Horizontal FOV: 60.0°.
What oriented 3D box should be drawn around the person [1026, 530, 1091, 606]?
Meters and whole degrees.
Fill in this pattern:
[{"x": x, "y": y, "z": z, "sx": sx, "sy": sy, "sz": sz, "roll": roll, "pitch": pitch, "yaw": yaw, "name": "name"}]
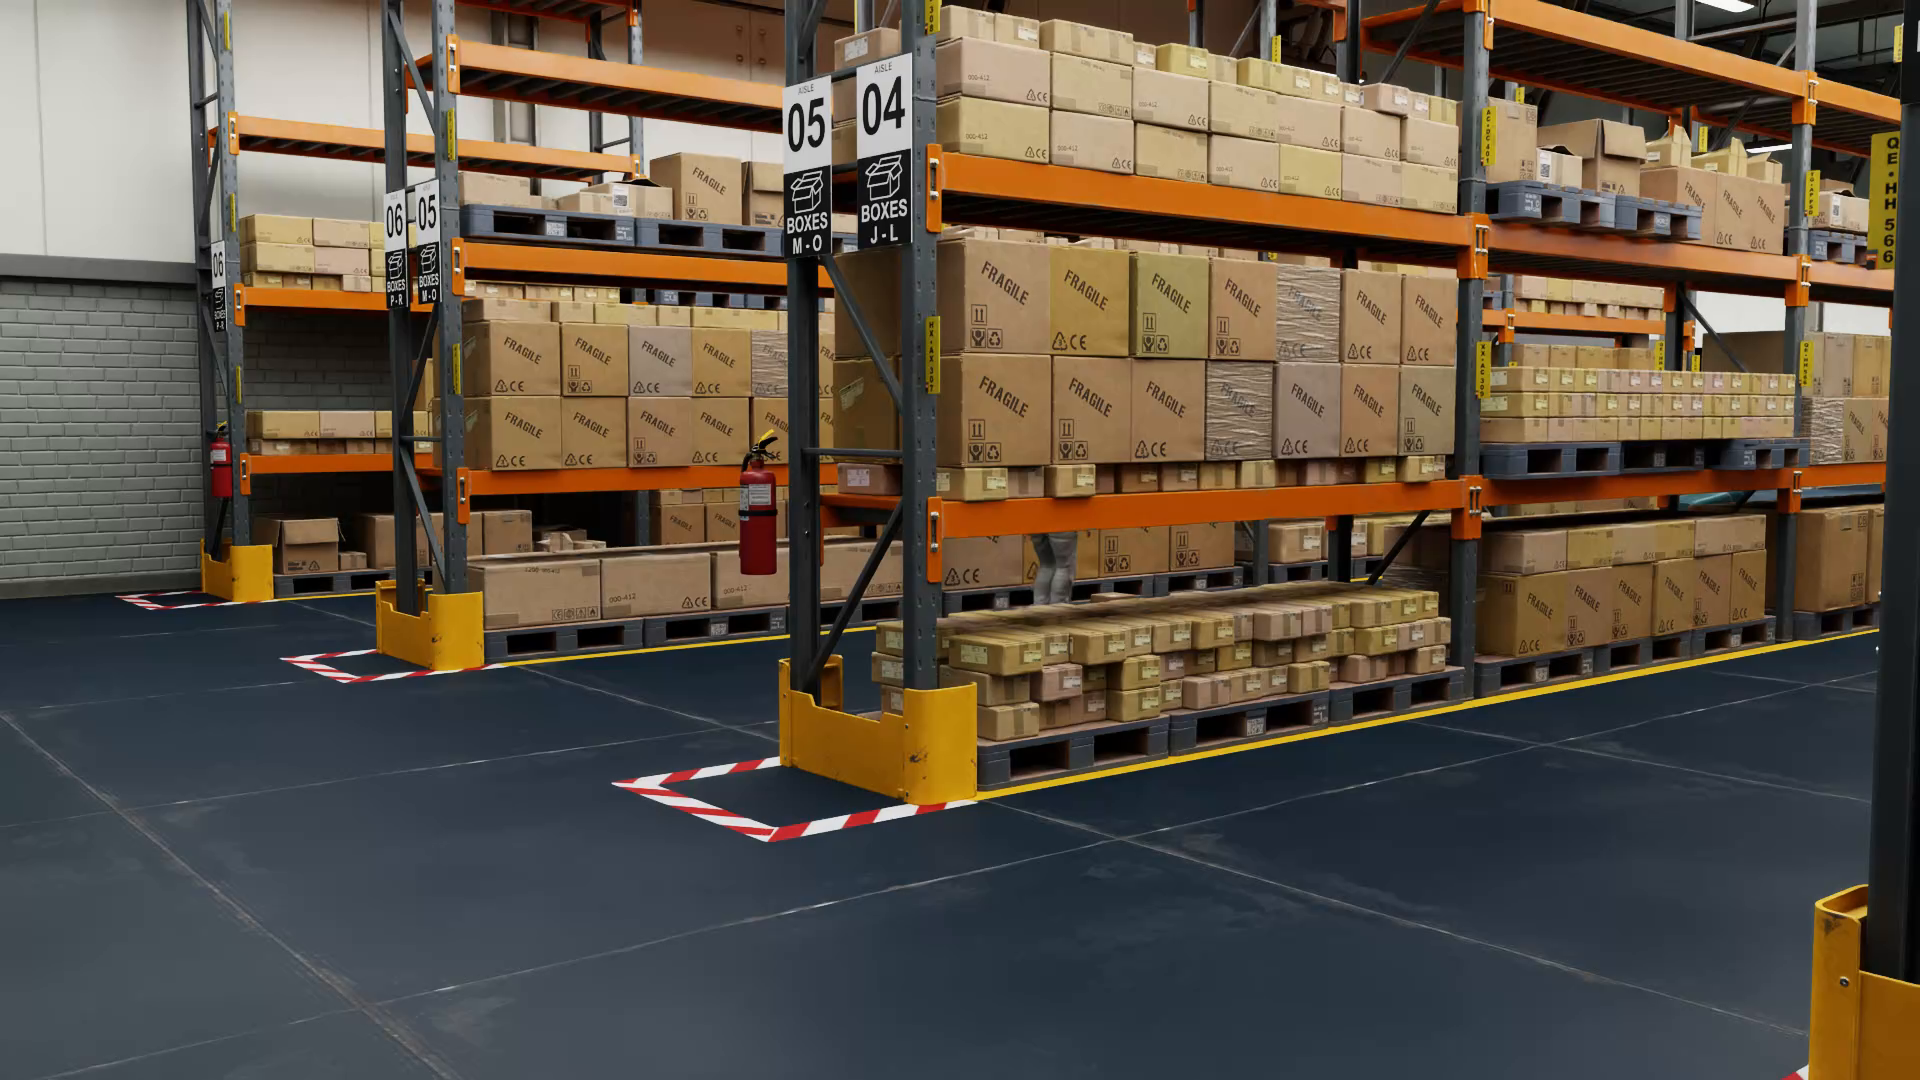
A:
[{"x": 0.729, "y": -0.106, "z": 12.762, "sx": 0.438, "sy": 1.729, "sz": 0.547, "roll": -4, "pitch": 6, "yaw": -44, "name": "person"}]
